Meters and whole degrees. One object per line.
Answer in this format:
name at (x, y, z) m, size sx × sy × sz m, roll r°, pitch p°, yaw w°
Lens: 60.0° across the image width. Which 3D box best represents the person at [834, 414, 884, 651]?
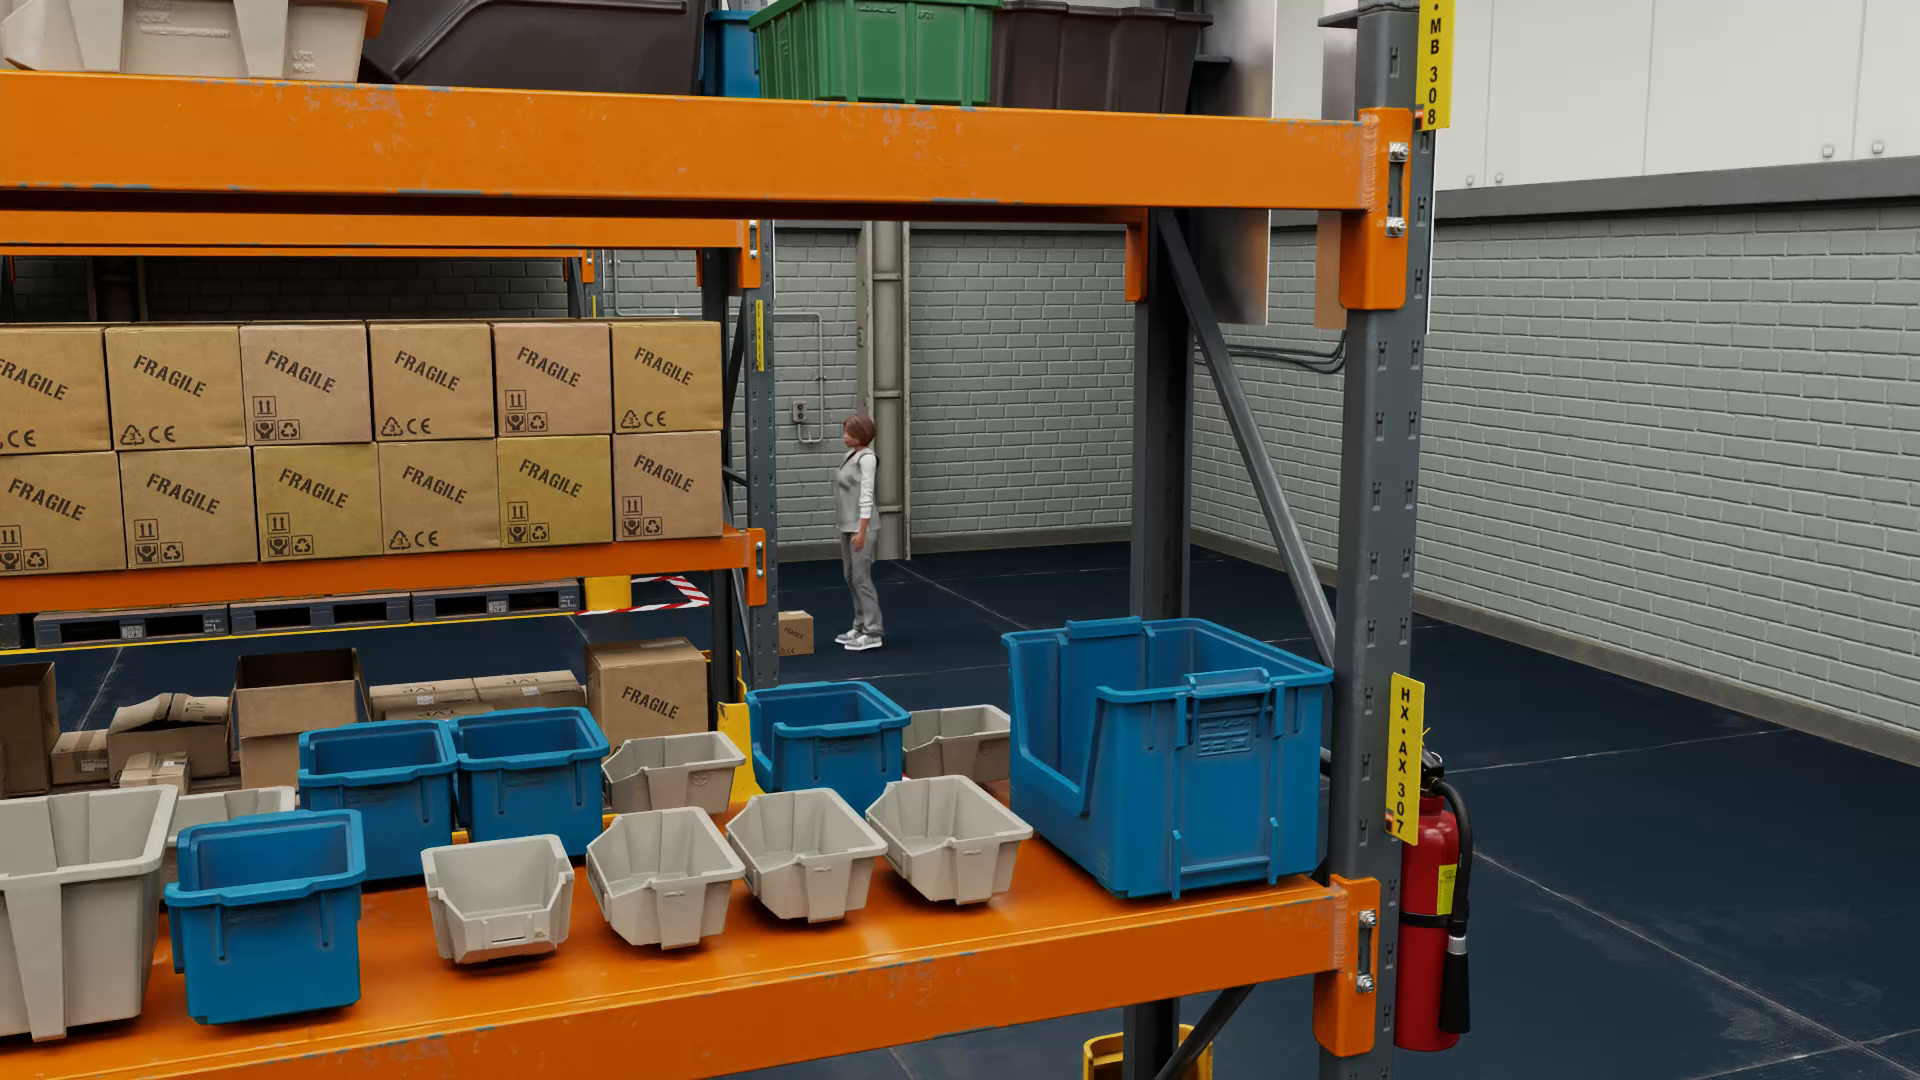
person at (-0.685, -0.057, 11.264) m, size 0.312 × 1.598 × 0.405 m, roll -3°, pitch 10°, yaw -20°
